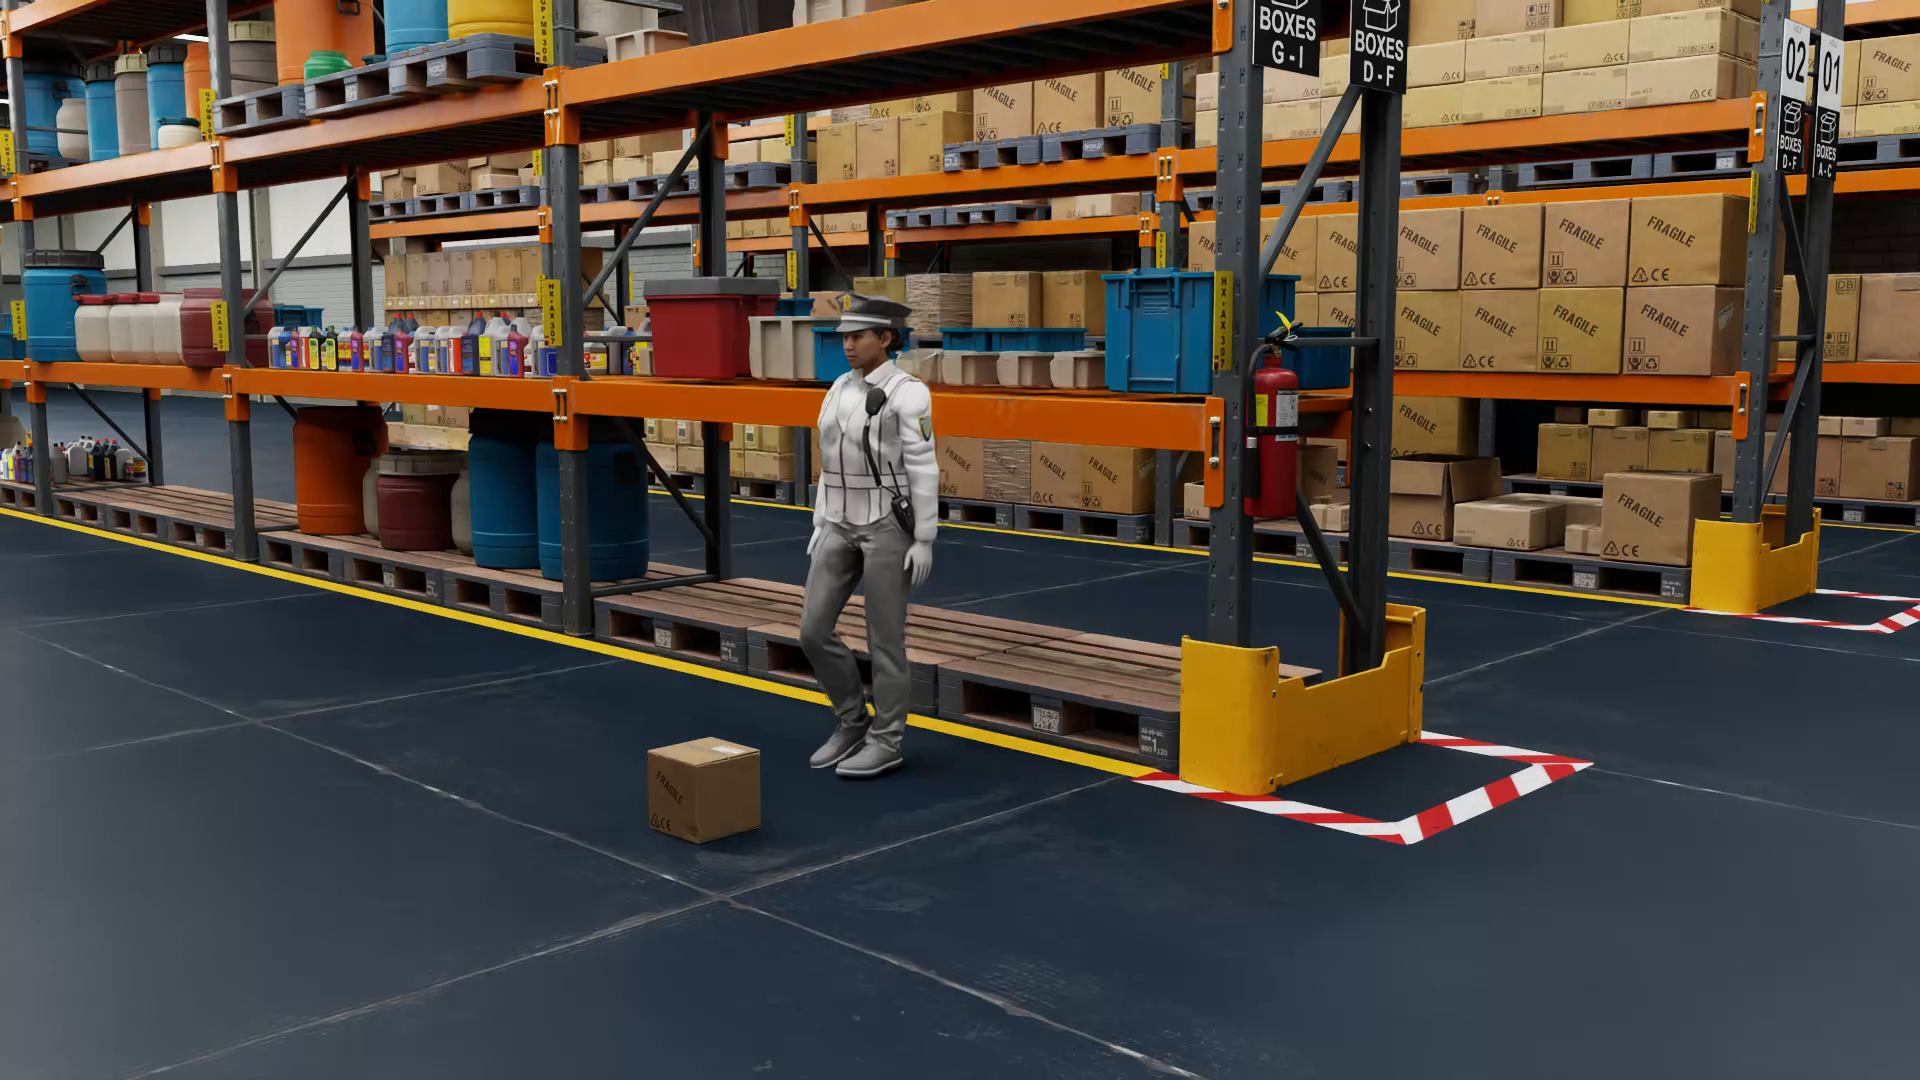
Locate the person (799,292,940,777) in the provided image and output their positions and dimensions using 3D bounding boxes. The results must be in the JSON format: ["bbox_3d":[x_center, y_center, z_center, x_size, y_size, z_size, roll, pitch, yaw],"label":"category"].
[{"bbox_3d":[-0.327,-0.005,5.762,0.505,1.689,0.375,6,9,41],"label":"person"}]
